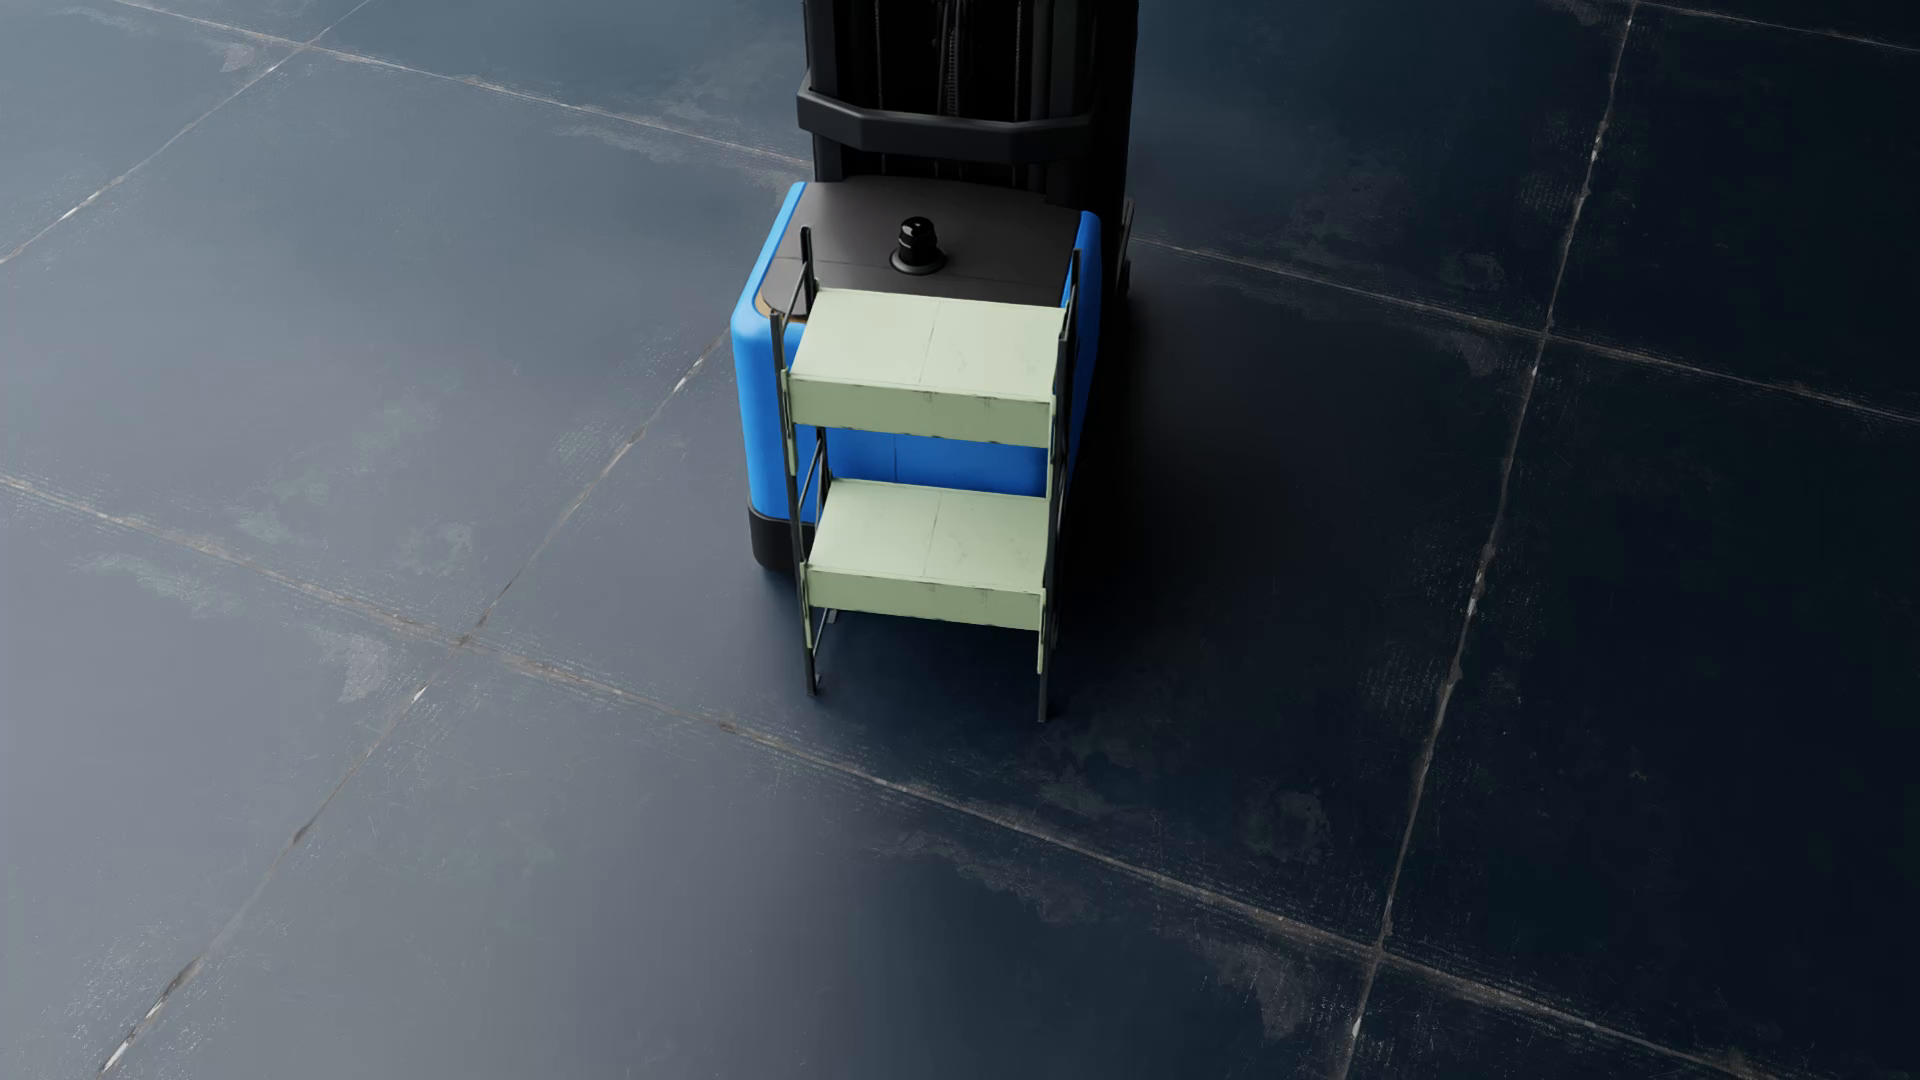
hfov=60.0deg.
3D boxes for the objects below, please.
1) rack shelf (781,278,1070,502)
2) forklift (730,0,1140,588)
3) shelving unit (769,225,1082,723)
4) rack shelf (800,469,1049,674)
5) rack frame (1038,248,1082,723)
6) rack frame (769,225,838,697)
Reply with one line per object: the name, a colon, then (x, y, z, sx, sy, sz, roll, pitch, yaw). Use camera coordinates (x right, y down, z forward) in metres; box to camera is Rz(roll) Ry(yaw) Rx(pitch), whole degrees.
rack shelf: (-0.080, -0.415, 4.550, 0.720, 0.370, 0.431, 6, 45, 6)
forklift: (0.075, -1.879, 5.561, 1.130, 2.935, 3.031, 7, 45, 7)
shelving unit: (-0.080, -0.138, 4.826, 0.755, 1.500, 0.431, 6, 45, 6)
rack shelf: (-0.080, 0.093, 5.056, 0.720, 0.370, 0.431, 6, 45, 6)
rack frame: (0.282, -0.101, 4.788, 0.023, 1.500, 0.400, 6, 45, 6)
rack frame: (-0.442, -0.176, 4.863, 0.023, 1.500, 0.400, 6, 45, 6)
